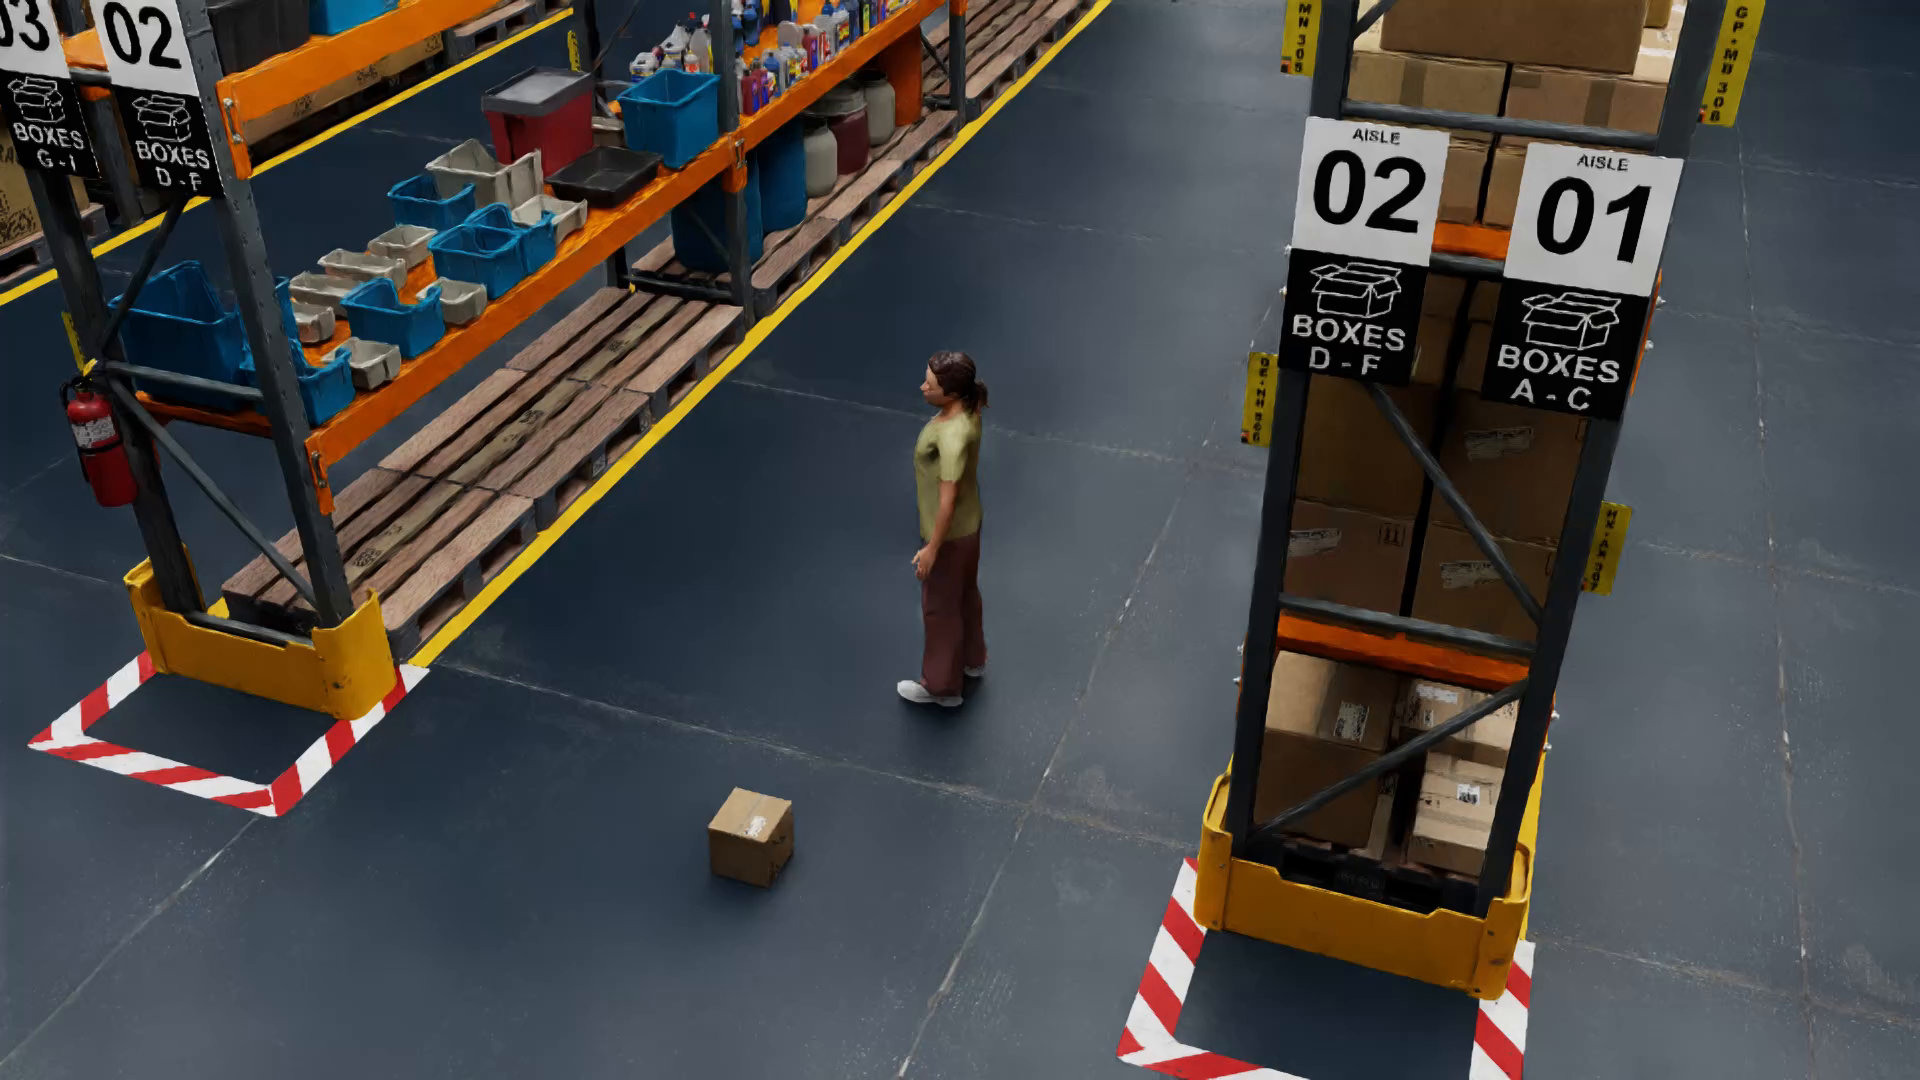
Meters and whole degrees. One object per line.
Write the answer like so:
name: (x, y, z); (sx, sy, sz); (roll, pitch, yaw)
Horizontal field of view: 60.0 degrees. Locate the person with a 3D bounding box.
person: (-0.080, -0.040, 7.157); (0.373, 1.675, 0.572); (6, 34, 9)
